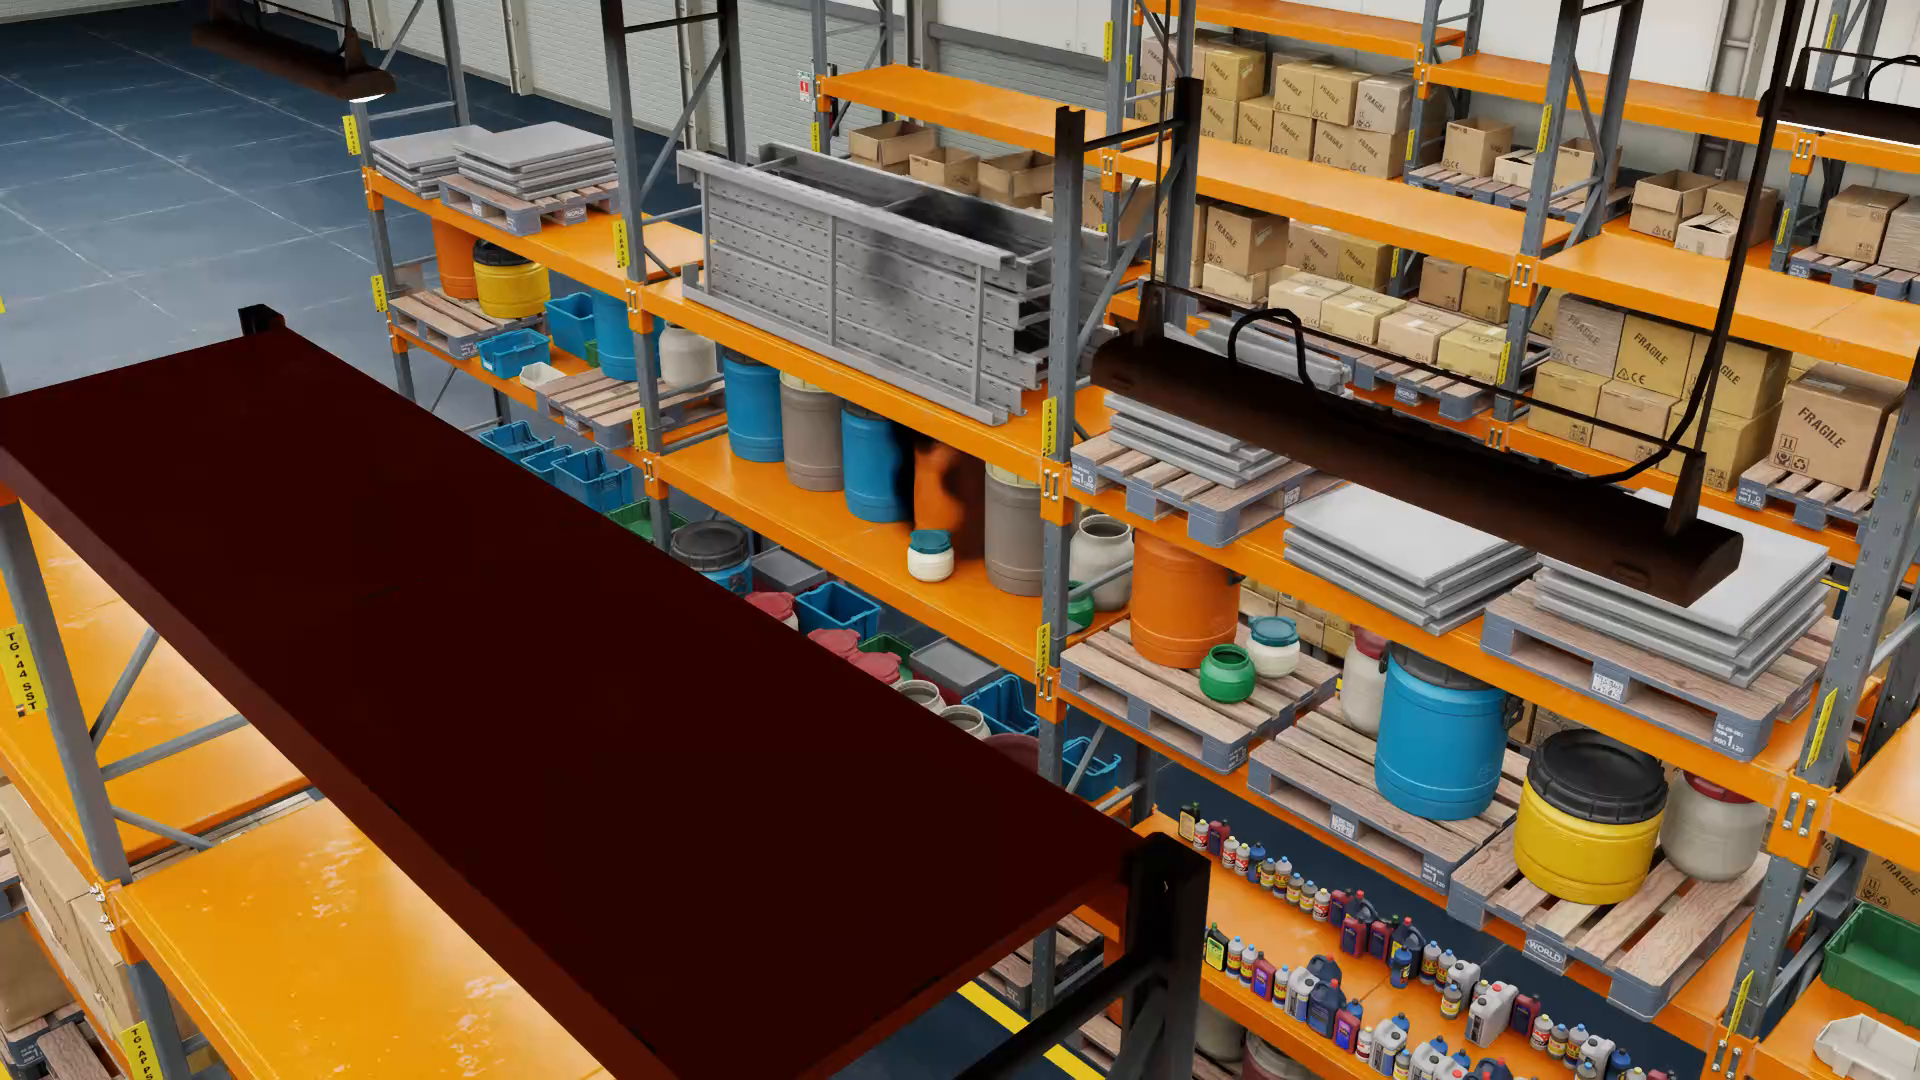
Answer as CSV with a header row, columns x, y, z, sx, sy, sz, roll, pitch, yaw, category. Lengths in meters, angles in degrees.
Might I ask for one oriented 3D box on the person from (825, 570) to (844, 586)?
x,y,z,sx,sy,sz,roll,pitch,yaw,category
-1.238,0.020,15.068,0.594,1.634,0.559,20,34,33,person
